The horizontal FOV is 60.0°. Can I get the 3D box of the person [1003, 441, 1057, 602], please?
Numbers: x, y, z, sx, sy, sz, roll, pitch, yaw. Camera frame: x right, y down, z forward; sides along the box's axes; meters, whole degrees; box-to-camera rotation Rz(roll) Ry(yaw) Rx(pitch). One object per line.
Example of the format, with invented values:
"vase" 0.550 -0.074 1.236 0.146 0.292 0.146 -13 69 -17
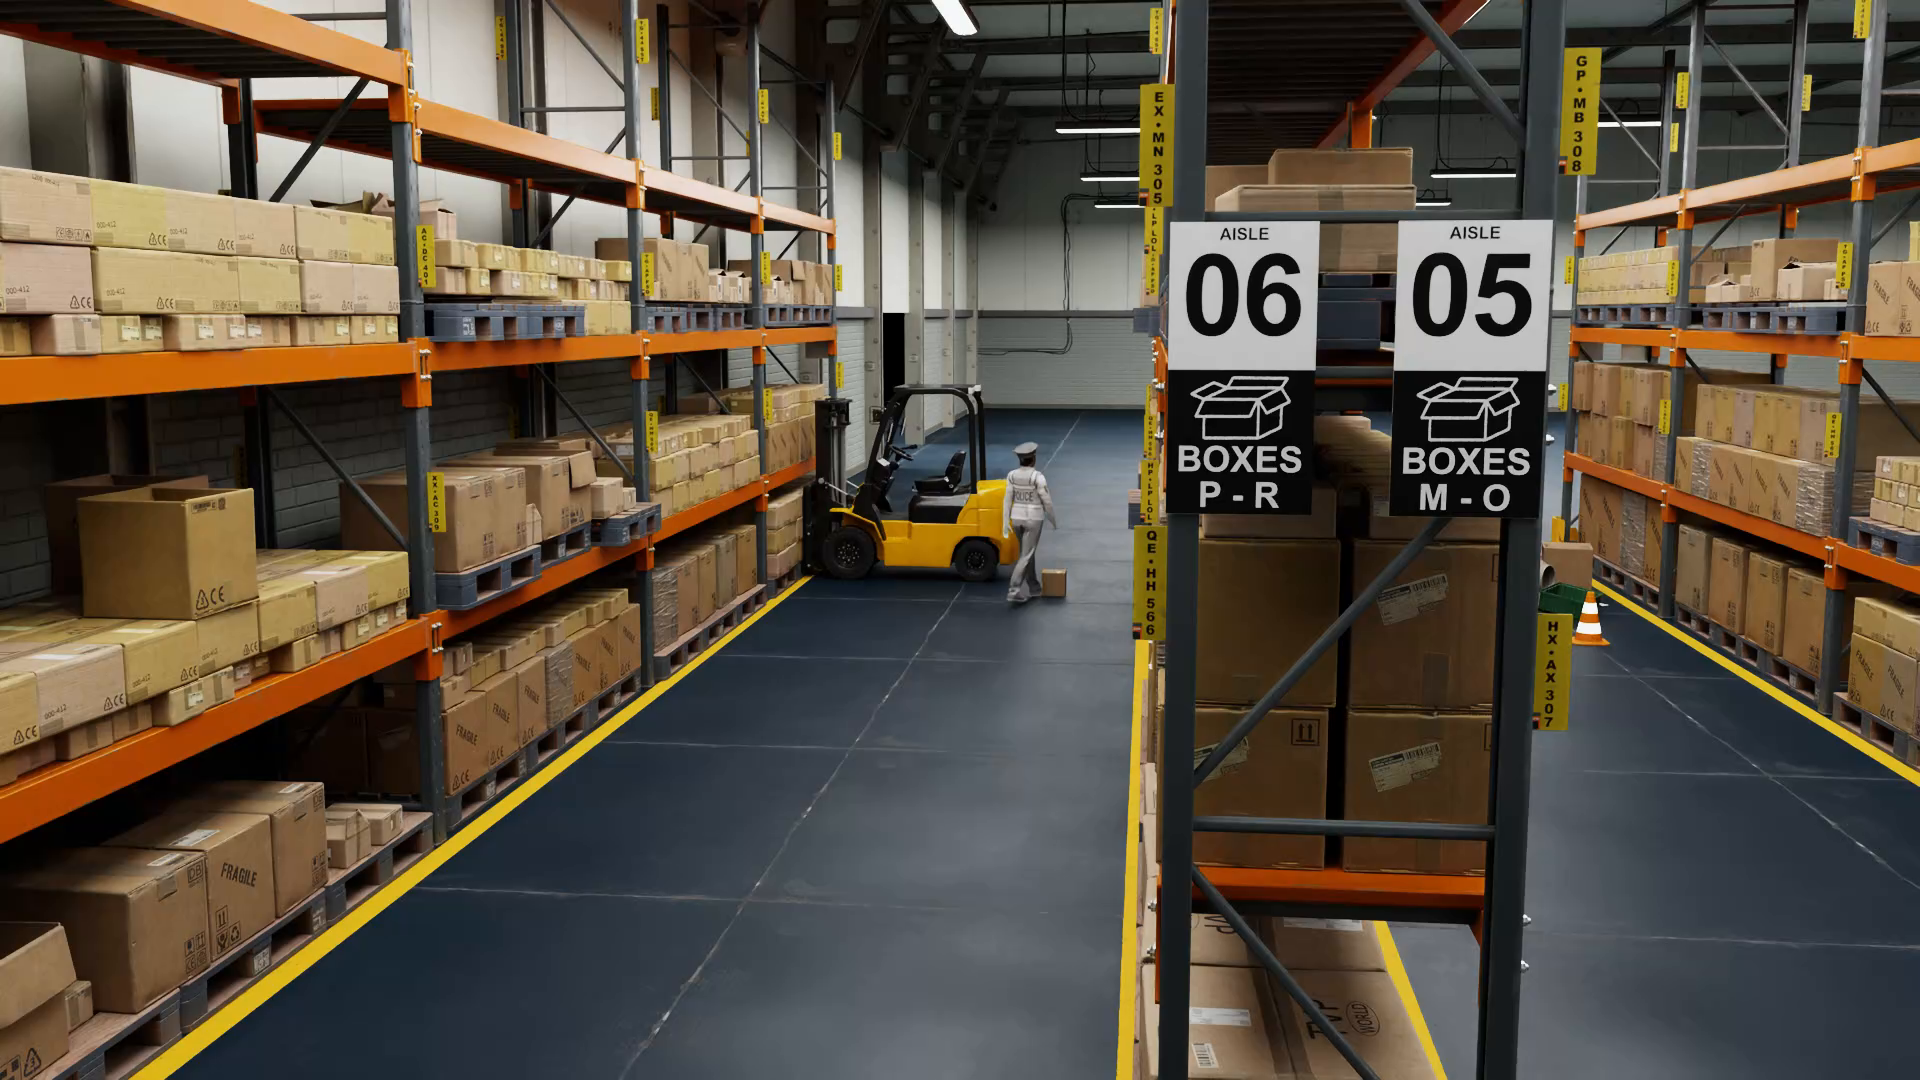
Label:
"person" 0.742 -0.201 17.191 0.516 1.639 0.916 6 10 39
